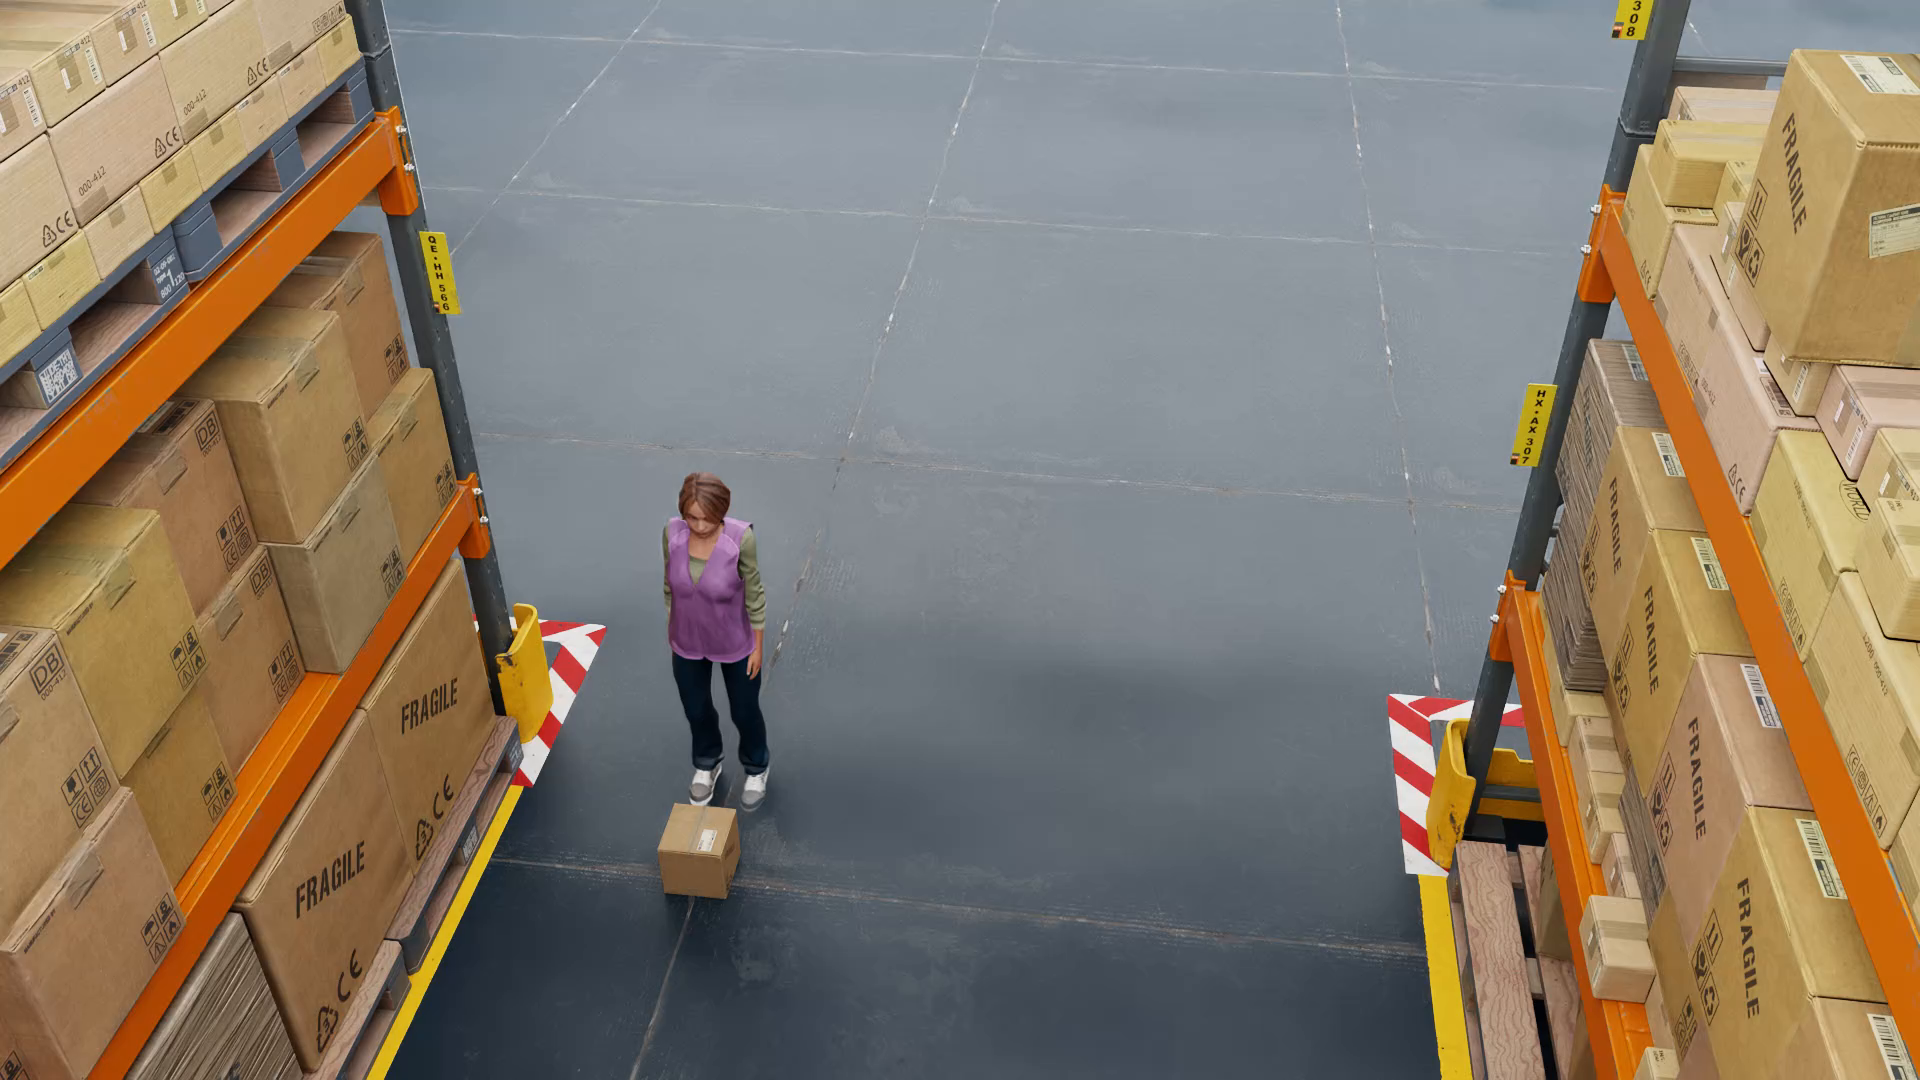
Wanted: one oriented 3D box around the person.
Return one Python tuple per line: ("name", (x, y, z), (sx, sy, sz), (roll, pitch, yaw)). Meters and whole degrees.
("person", (-0.941, 0.414, 6.514), (0.407, 1.593, 0.303), (5, 37, 7))
